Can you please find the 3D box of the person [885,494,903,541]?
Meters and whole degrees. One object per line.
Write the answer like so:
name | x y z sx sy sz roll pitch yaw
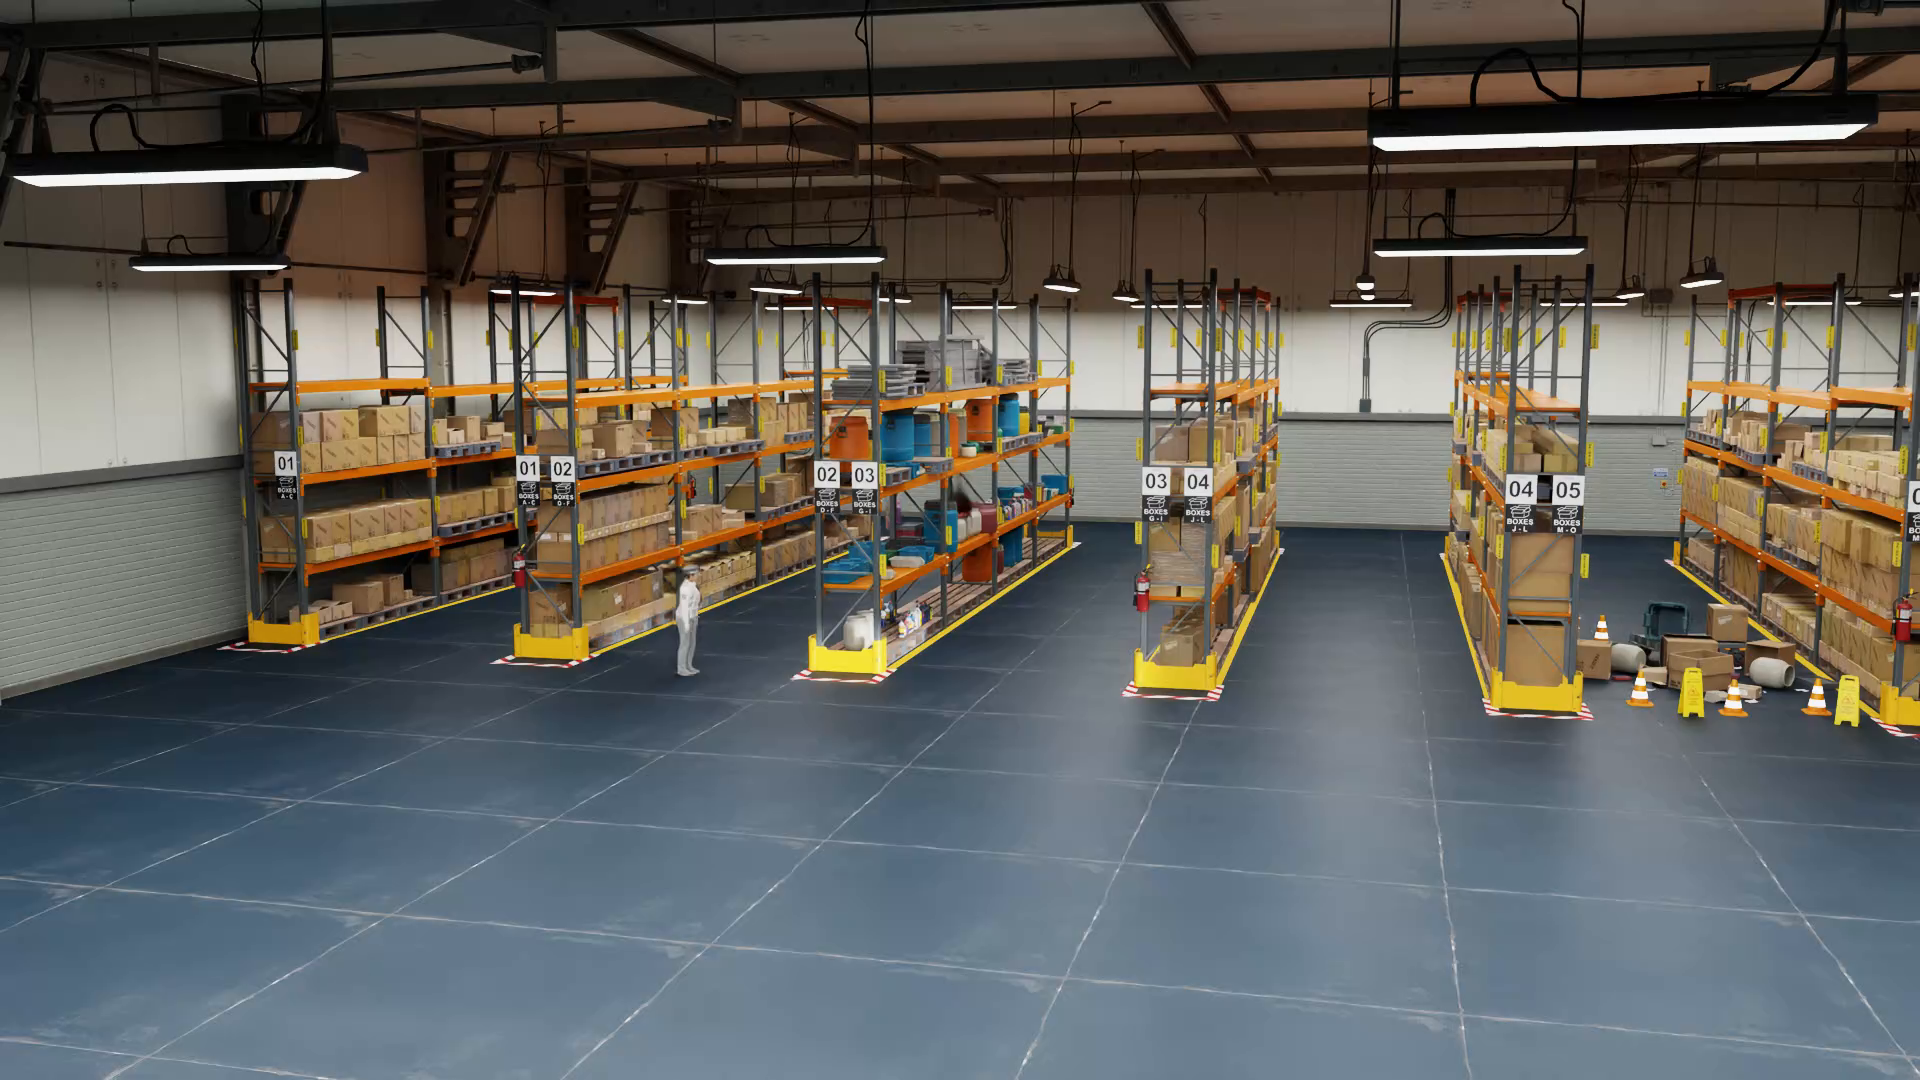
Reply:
person | -1.493 -0.350 38.159 0.513 1.615 0.467 5 9 37

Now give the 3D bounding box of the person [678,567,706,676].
person | -4.006 1.216 24.921 0.431 1.656 0.542 1 7 10
